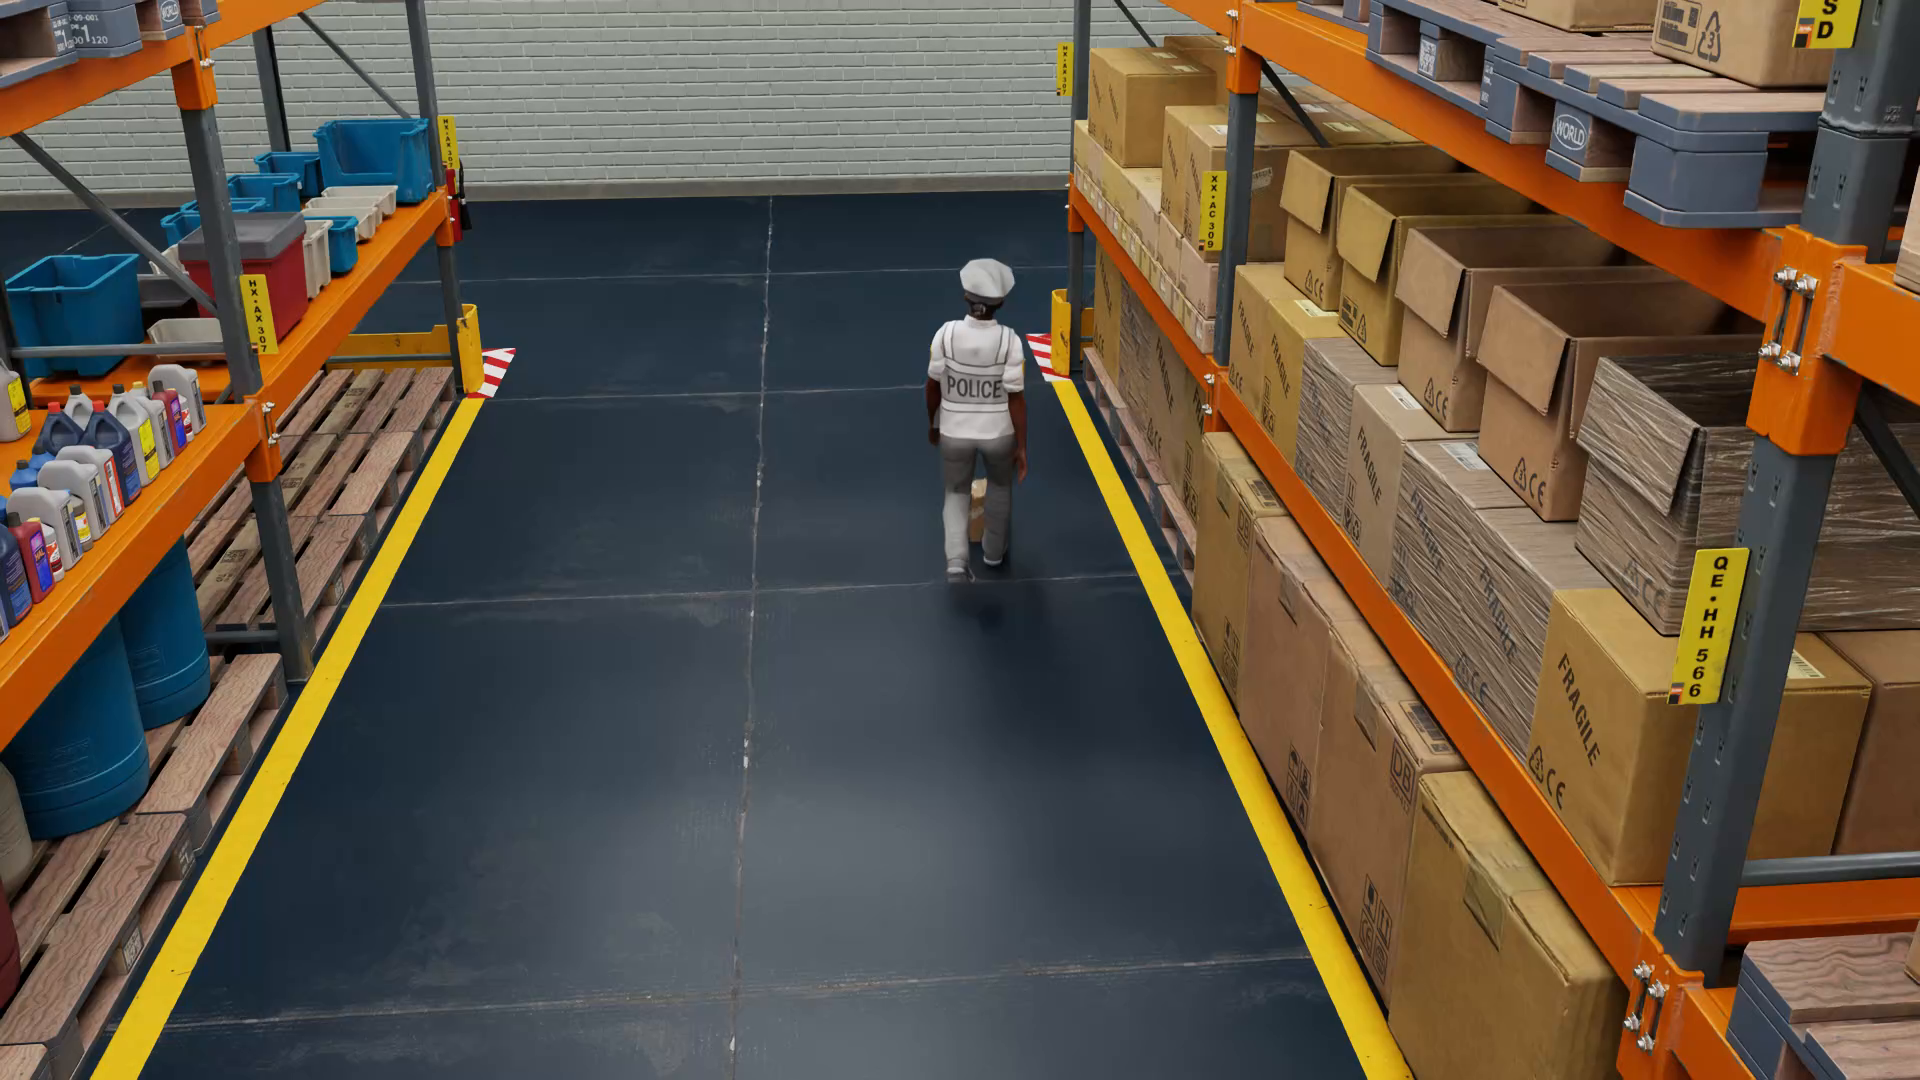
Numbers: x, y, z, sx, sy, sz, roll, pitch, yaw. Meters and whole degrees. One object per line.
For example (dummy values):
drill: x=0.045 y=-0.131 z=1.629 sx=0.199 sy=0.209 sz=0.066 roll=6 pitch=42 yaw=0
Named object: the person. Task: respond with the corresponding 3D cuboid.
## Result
person: x=0.108 y=-0.628 z=8.013 sx=0.484 sy=1.699 sz=0.495 roll=0 pitch=24 yaw=1
